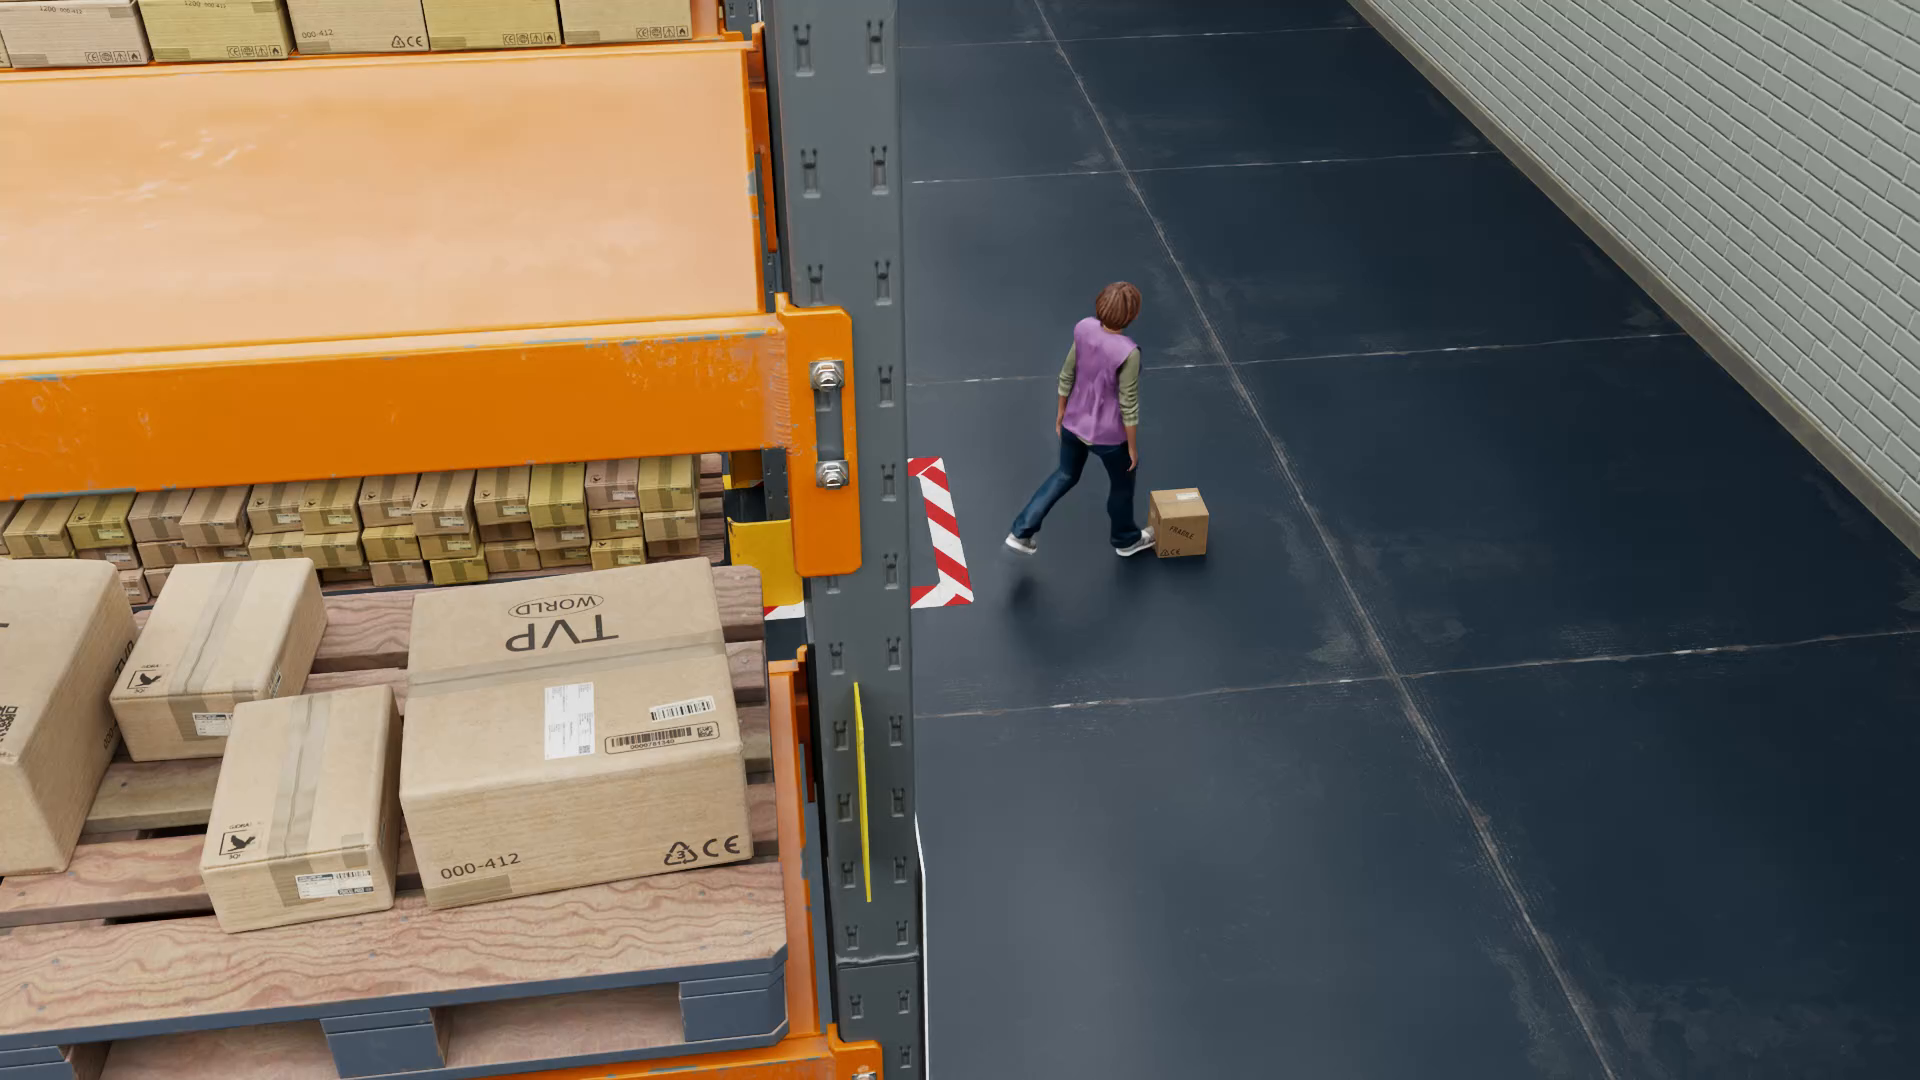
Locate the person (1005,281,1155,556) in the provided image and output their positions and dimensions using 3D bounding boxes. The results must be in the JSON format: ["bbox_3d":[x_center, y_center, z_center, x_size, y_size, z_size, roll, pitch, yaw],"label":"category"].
[{"bbox_3d":[0.650,-0.531,8.022,0.836,1.555,0.481,-28,44,-33],"label":"person"}]
